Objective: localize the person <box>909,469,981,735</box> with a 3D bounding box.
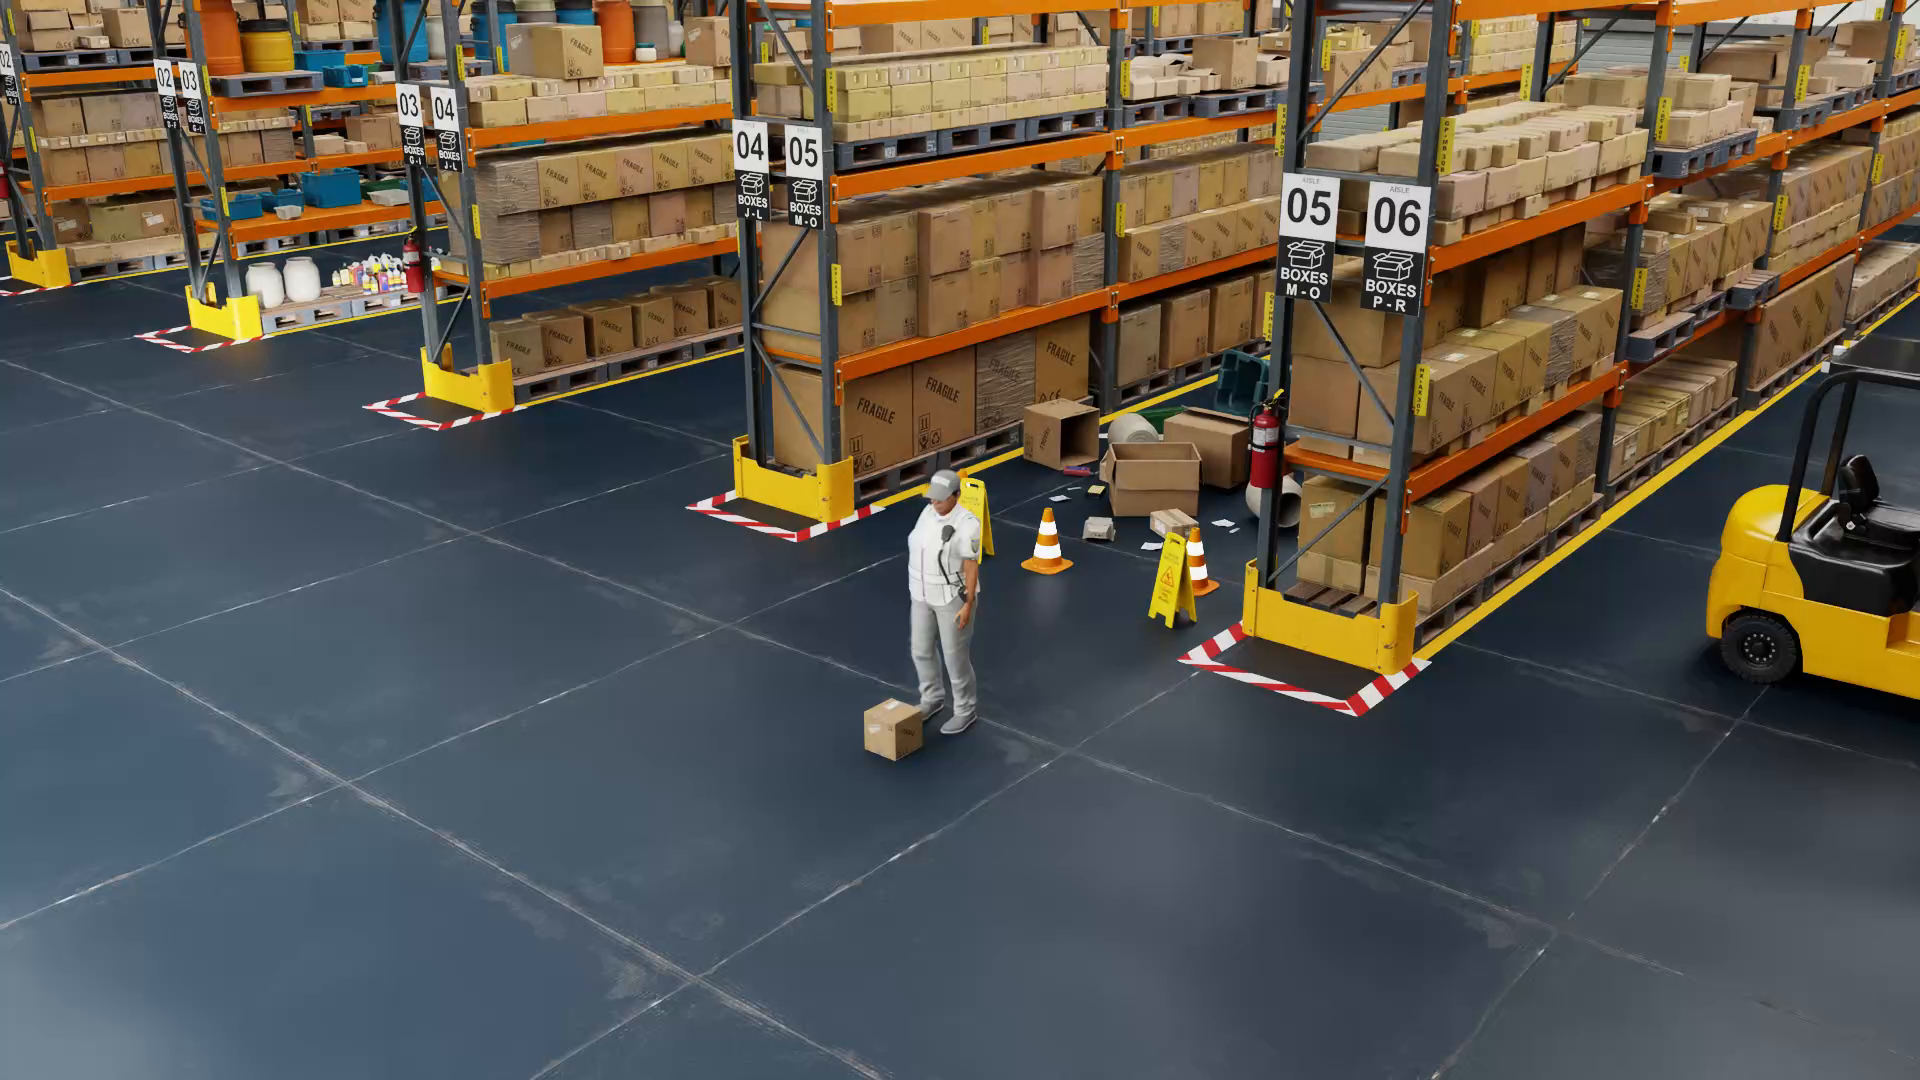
[{"bbox_3d":[-0.094,0.363,10.106,0.468,1.659,0.391,17,26,38],"label":"person"}]
